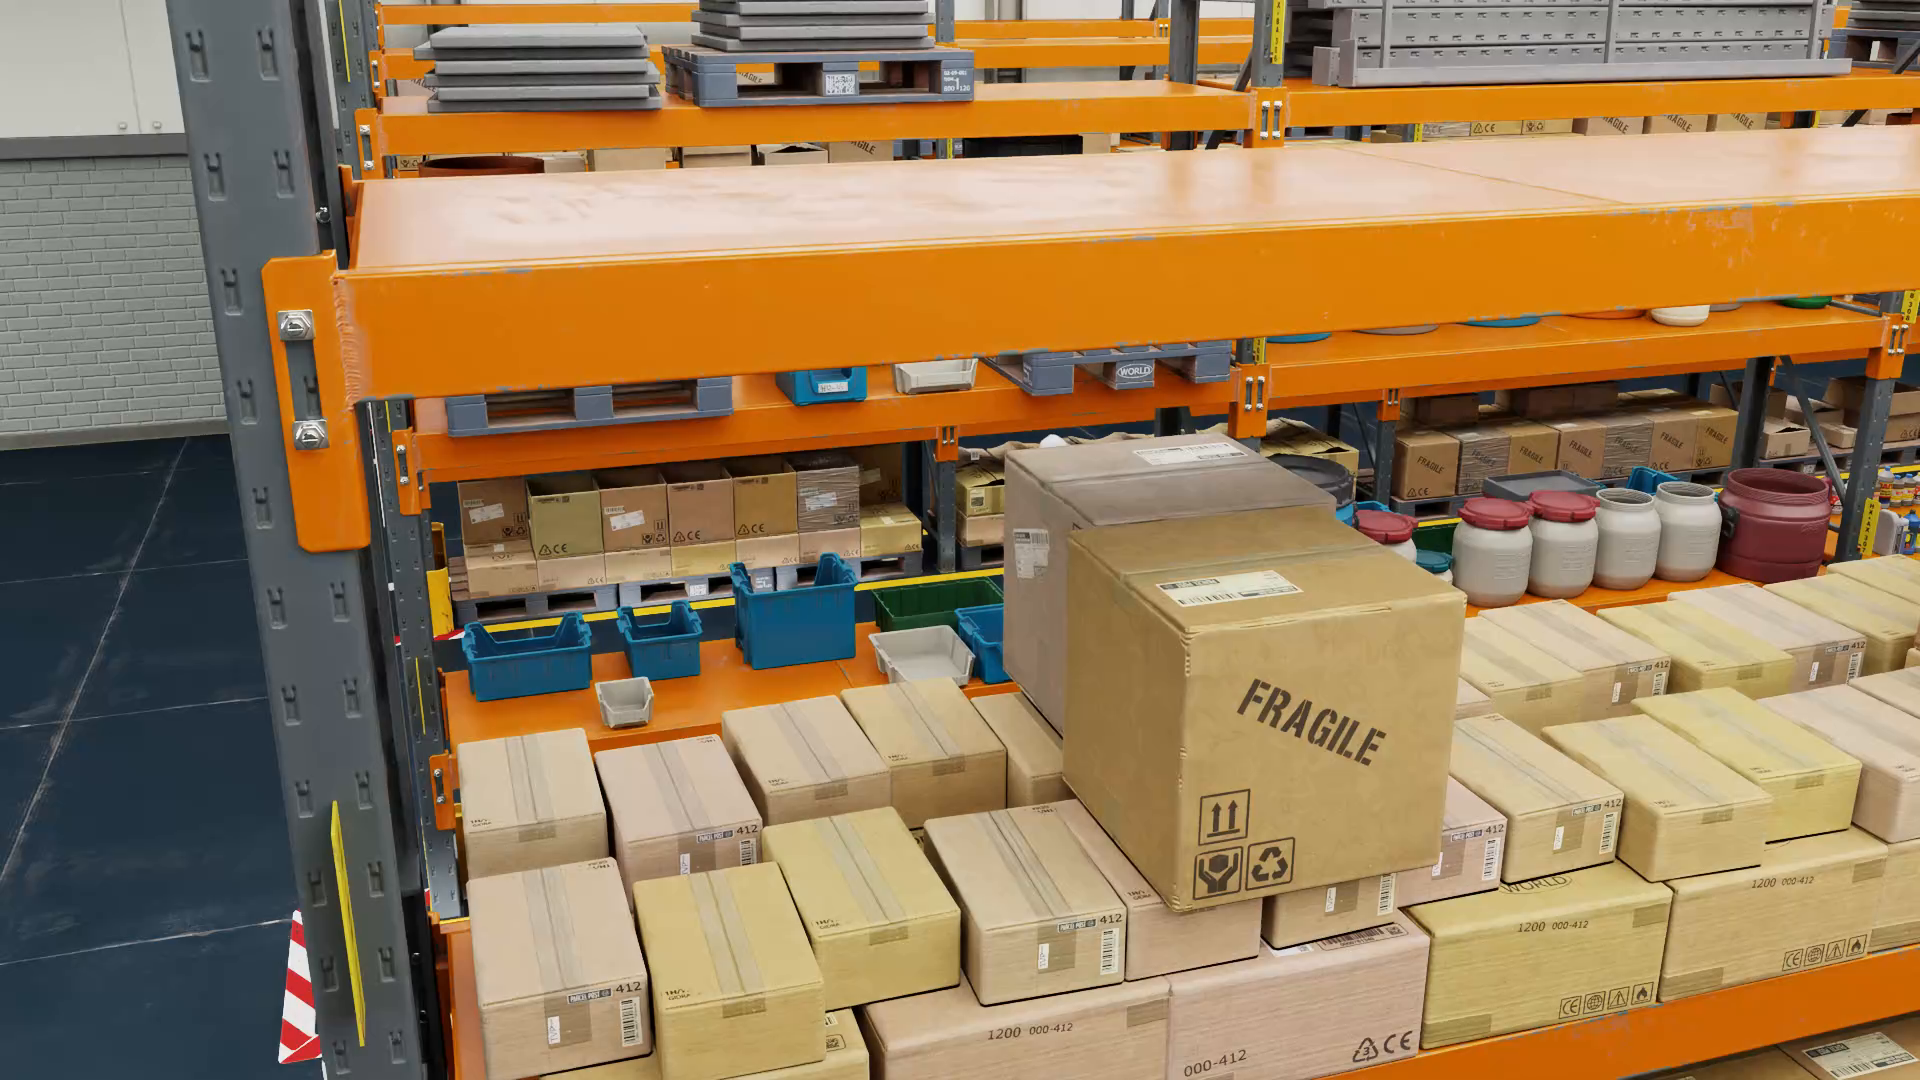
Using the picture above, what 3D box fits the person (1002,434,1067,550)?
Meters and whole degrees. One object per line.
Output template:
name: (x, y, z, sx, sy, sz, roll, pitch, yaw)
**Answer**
person: (0.570, 0.146, 11.120, 0.578, 1.778, 0.451, -7, 20, -18)
